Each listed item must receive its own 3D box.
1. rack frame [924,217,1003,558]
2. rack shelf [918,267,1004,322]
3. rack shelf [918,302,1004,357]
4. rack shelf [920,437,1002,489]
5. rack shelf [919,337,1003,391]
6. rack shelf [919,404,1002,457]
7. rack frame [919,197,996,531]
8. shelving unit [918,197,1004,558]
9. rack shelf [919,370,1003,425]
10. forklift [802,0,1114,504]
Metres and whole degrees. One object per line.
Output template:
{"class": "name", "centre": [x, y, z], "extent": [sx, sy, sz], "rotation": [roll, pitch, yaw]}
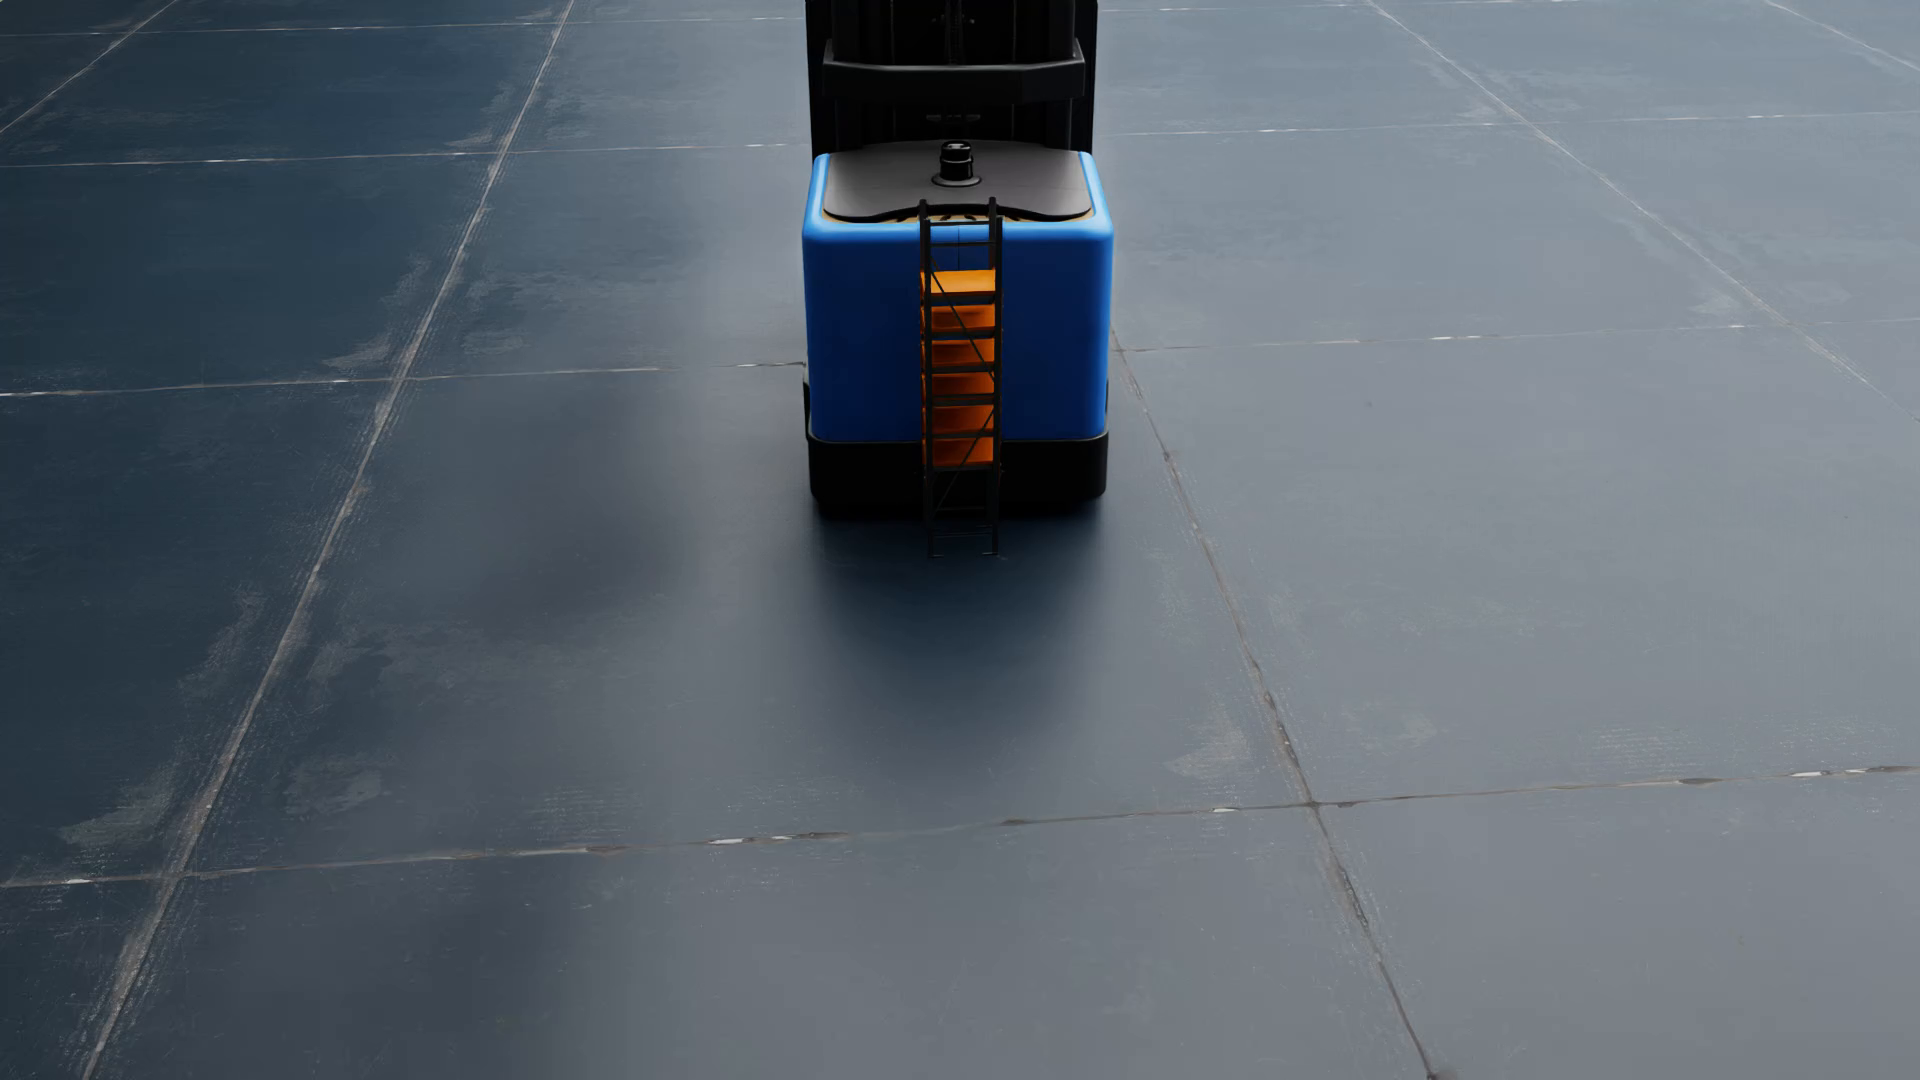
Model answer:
{"class": "rack frame", "centre": [0.010, -0.461, 5.352], "extent": [0.240, 1.200, 0.006], "rotation": [-3, 31, -5]}
{"class": "rack shelf", "centre": [0.001, -0.779, 5.268], "extent": [0.258, 0.103, 0.180], "rotation": [-3, 31, -5]}
{"class": "rack shelf", "centre": [0.001, -0.676, 5.330], "extent": [0.258, 0.103, 0.180], "rotation": [-3, 31, -5]}
{"class": "rack shelf", "centre": [0.001, -0.264, 5.576], "extent": [0.258, 0.103, 0.180], "rotation": [-3, 31, -5]}
{"class": "rack shelf", "centre": [0.001, -0.573, 5.391], "extent": [0.258, 0.103, 0.180], "rotation": [-3, 31, -5]}
{"class": "rack shelf", "centre": [0.001, -0.367, 5.514], "extent": [0.258, 0.103, 0.180], "rotation": [-3, 31, -5]}
{"class": "rack frame", "centre": [-0.007, -0.554, 5.508], "extent": [0.240, 1.200, 0.006], "rotation": [-3, 31, -5]}
{"class": "shelving unit", "centre": [0.001, -0.508, 5.430], "extent": [0.258, 1.200, 0.189], "rotation": [-3, 31, -5]}
{"class": "rack shelf", "centre": [0.001, -0.470, 5.453], "extent": [0.258, 0.103, 0.180], "rotation": [-3, 31, -5]}
{"class": "forklift", "centre": [-0.037, -2.103, 6.412], "extent": [1.130, 2.935, 3.031], "rotation": [-1, 31, -1]}
